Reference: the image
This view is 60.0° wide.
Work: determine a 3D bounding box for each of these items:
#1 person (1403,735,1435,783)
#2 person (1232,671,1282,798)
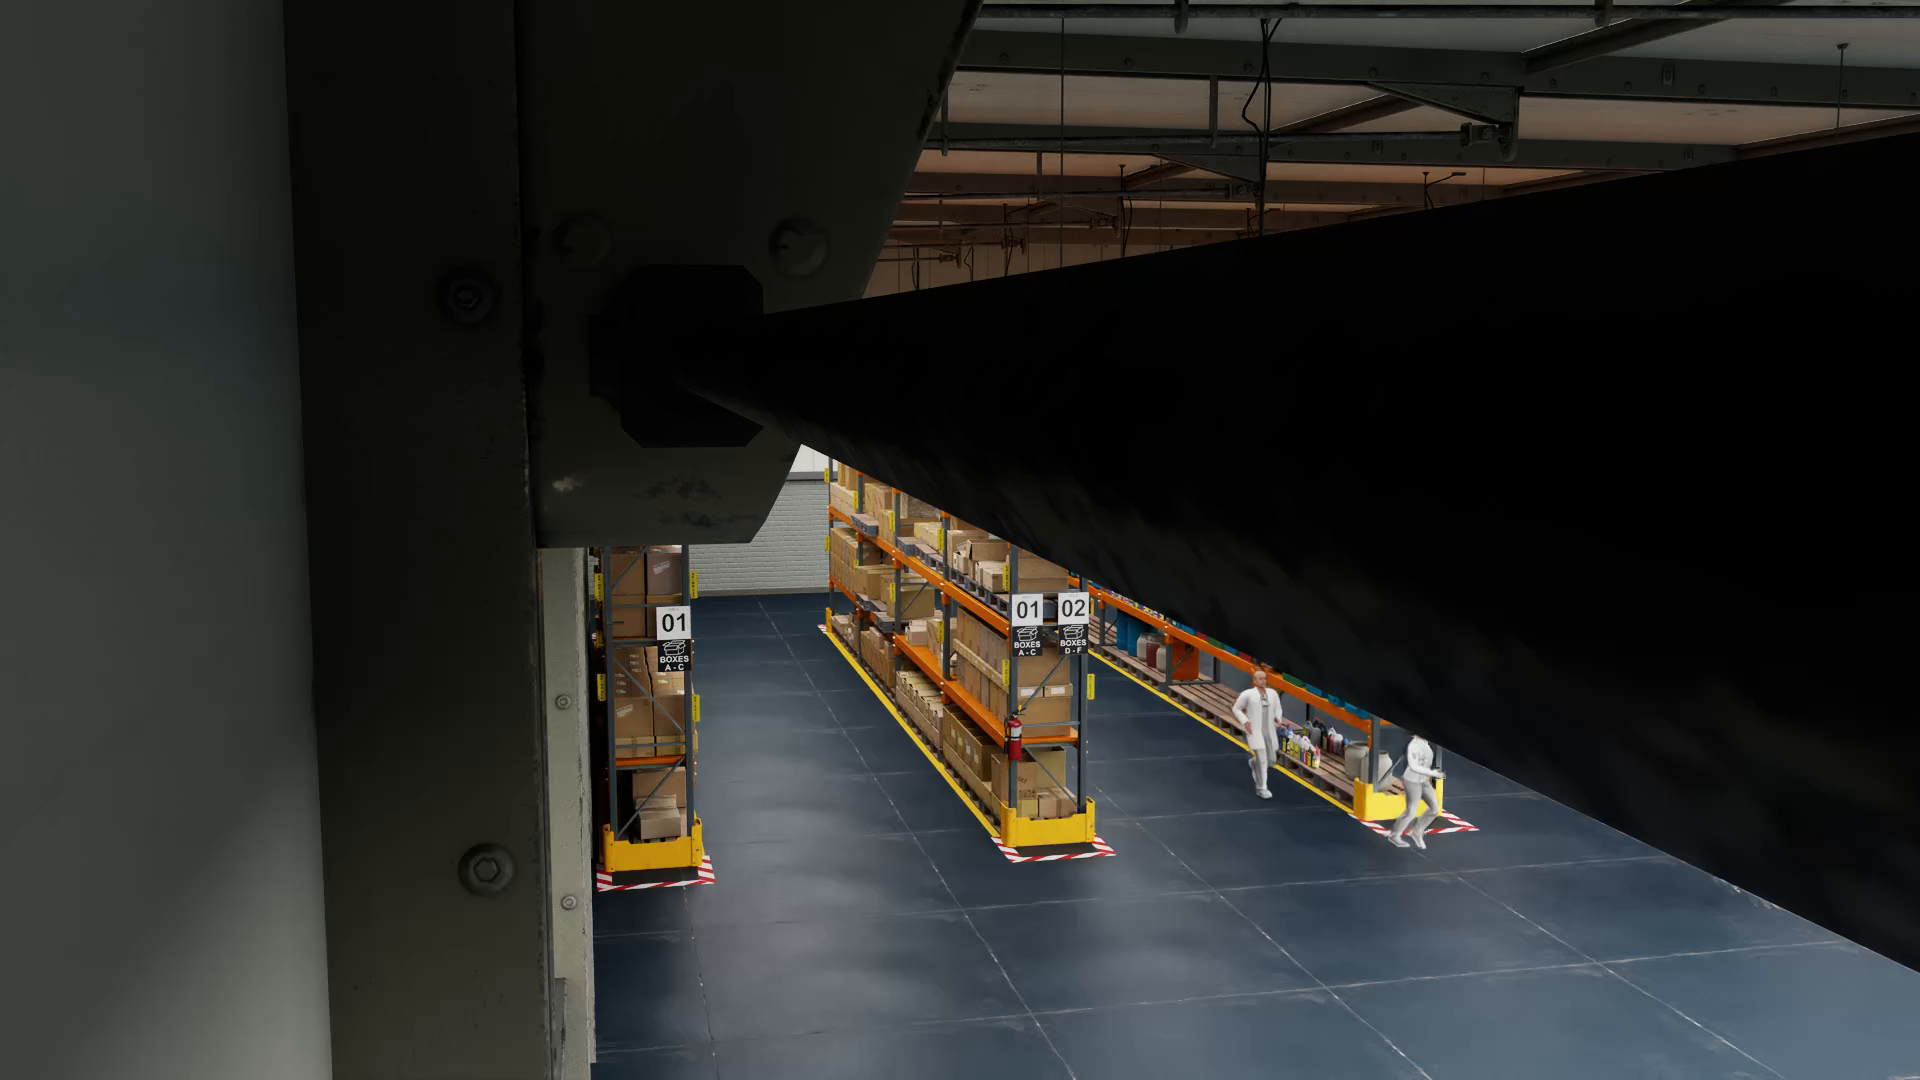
[{"bbox_3d":[5.727,2.608,20.757,0.451,0.841,0.640,5,8,35],"label":"person"},{"bbox_3d":[4.182,2.691,23.276,0.715,1.735,0.825,-2,7,-16],"label":"person"}]
